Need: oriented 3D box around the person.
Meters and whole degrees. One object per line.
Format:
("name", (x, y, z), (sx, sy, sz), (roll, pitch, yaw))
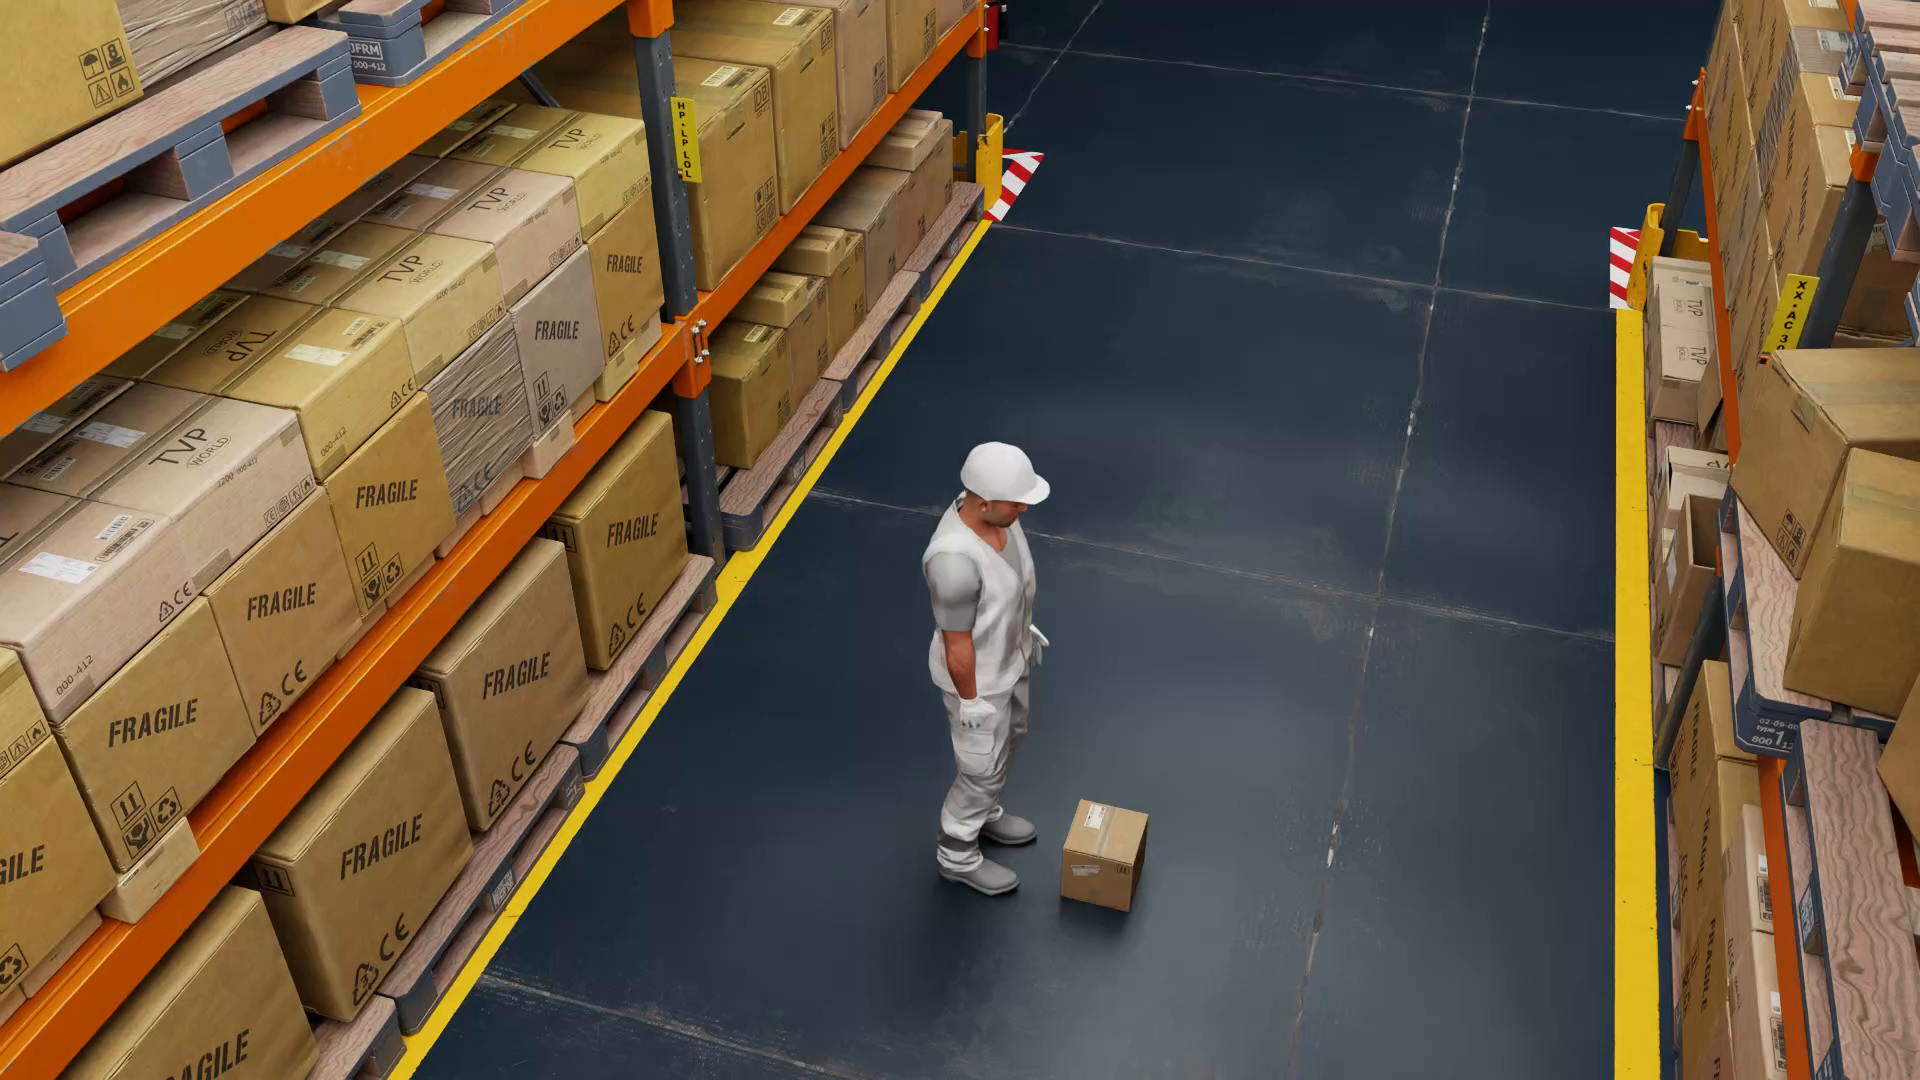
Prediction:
("person", (0.095, 0.422, 5.573), (0.364, 1.774, 0.529), (11, 38, 15))
